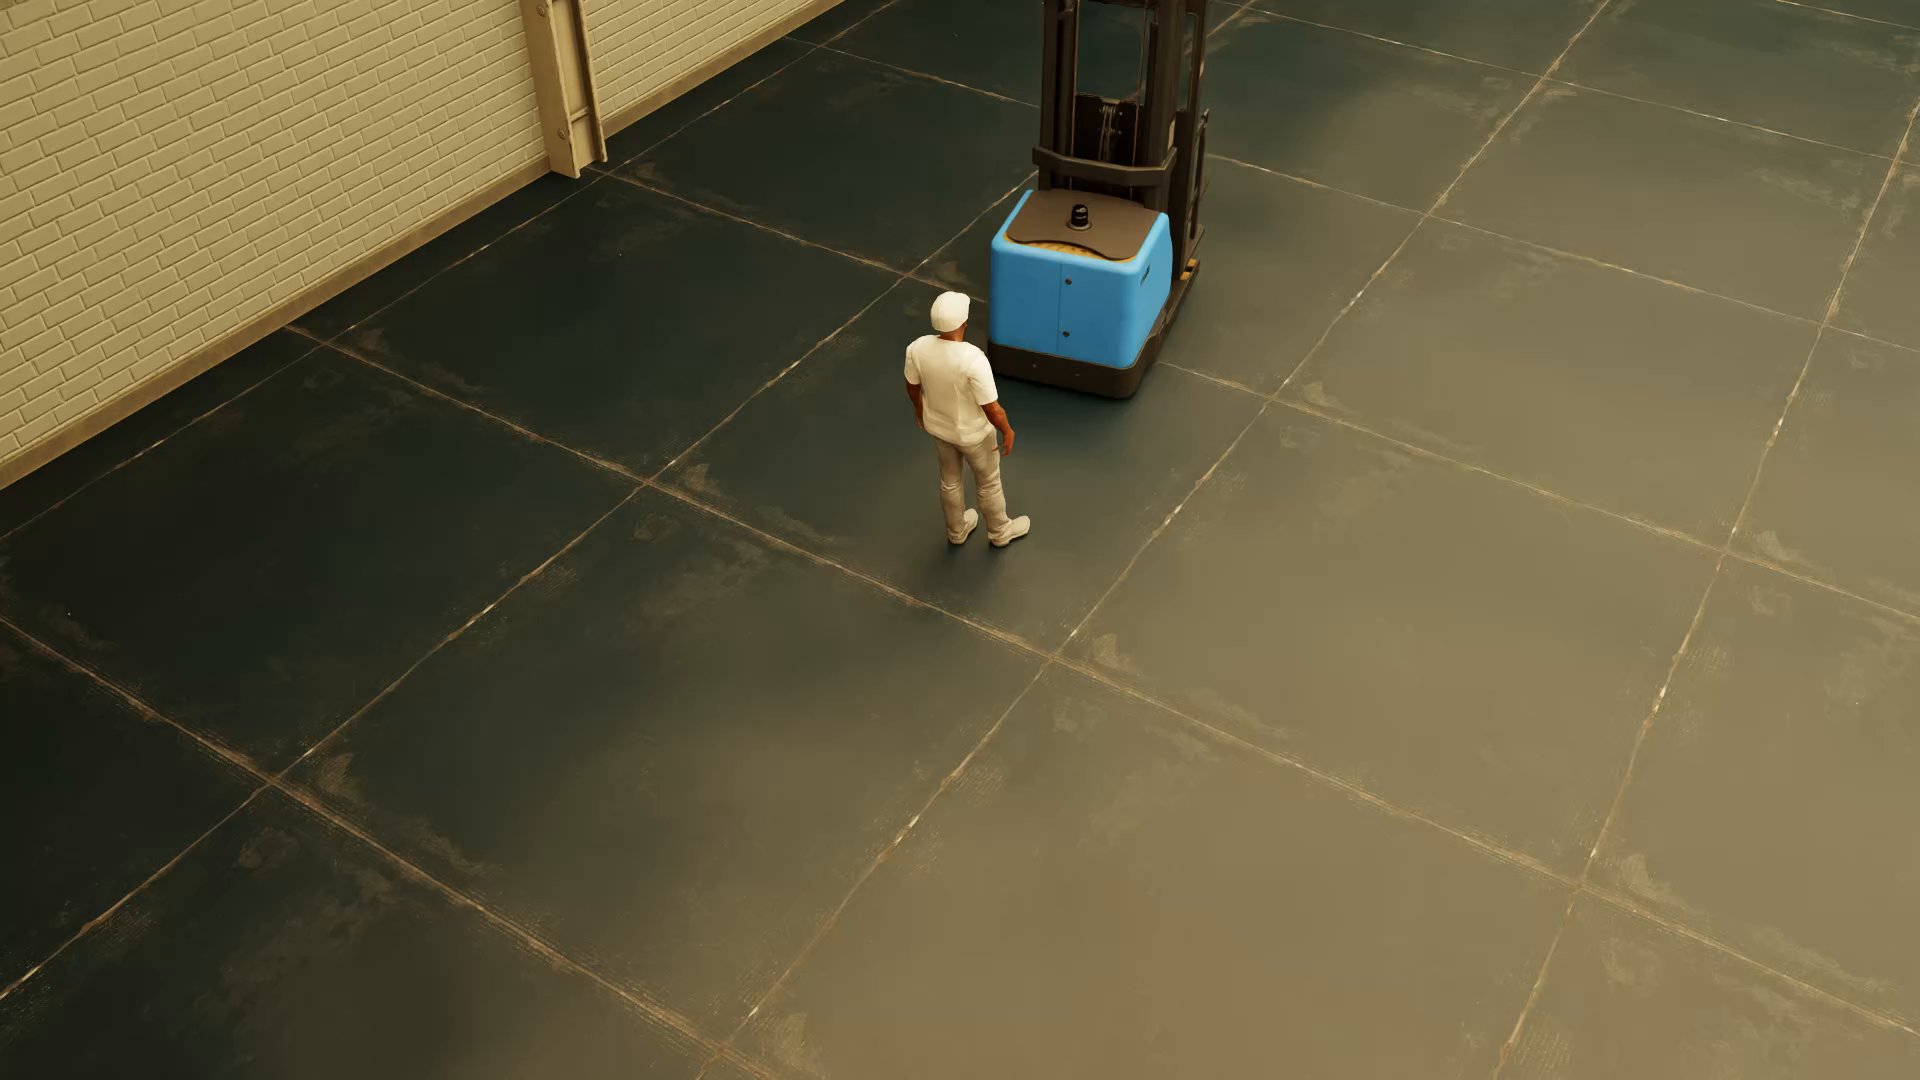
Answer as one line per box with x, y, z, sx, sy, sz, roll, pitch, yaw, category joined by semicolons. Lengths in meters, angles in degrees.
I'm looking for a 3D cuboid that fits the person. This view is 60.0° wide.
0.042;-0.716;9.702;0.666;1.768;0.575;22;45;24;person

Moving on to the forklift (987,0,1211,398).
1.171;-3.038;11.552;1.130;2.935;3.031;13;42;15;forklift
